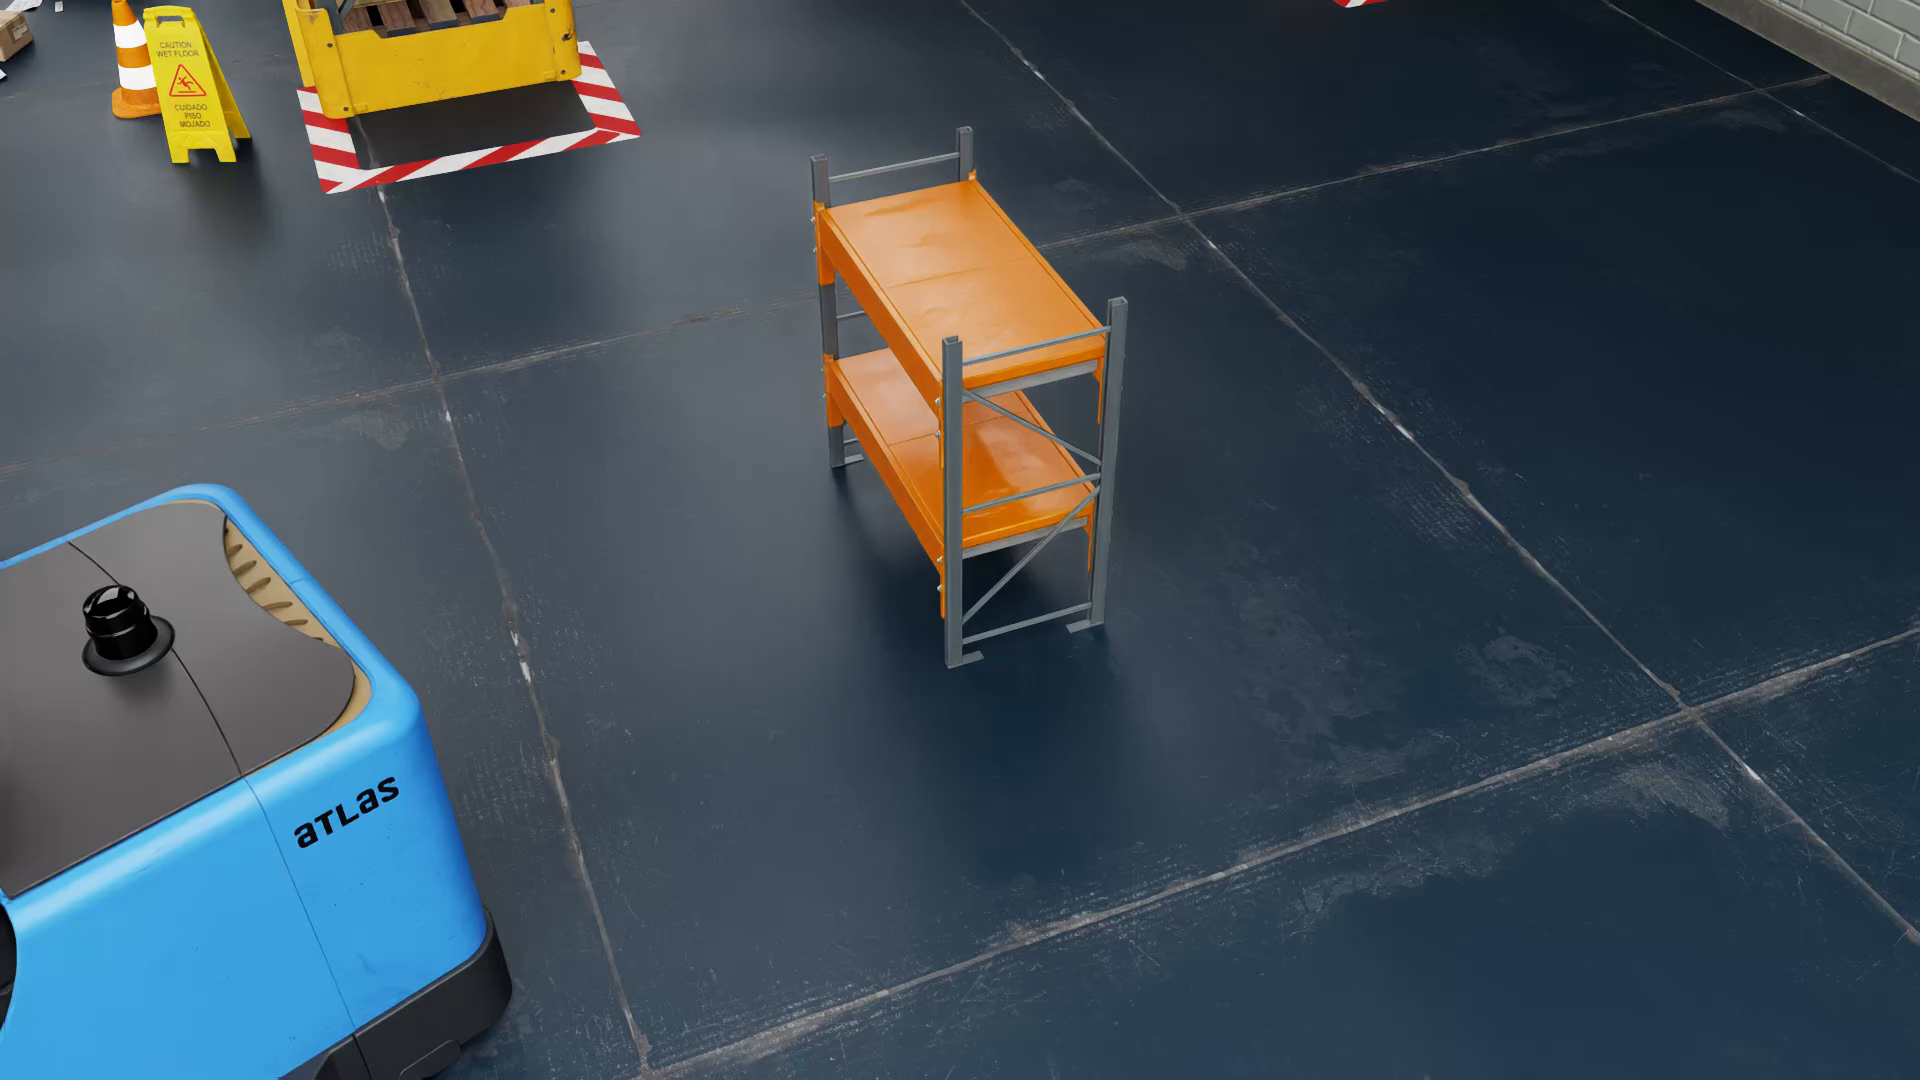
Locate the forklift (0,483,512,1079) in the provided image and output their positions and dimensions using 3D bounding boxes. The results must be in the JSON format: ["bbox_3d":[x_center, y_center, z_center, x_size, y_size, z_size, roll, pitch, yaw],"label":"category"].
[{"bbox_3d":[-2.485,0.423,2.511,3.031,2.935,1.130,-30,49,-30],"label":"forklift"}]

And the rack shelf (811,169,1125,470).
[{"bbox_3d":[-0.003,-0.652,4.697,0.538,0.278,1.000,-15,43,-17],"label":"rack shelf"}]

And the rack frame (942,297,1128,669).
[{"bbox_3d":[0.192,-0.124,4.532,0.500,1.125,0.032,-15,43,-17],"label":"rack frame"}]

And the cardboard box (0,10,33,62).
[{"bbox_3d":[-4.697,-2.416,7.946,0.380,0.149,0.250,5,41,6],"label":"cardboard box"}]

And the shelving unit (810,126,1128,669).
[{"bbox_3d":[-0.003,-0.431,4.888,0.538,1.125,1.048,-15,43,-17],"label":"shelving unit"}]

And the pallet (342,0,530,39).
[{"bbox_3d":[-2.637,-2.699,8.226,1.003,0.211,1.213,-15,43,-17],"label":"pallet"}]

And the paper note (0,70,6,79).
[{"bbox_3d":[-4.530,-2.159,7.737,0.148,0.019,0.142,-31,49,-31],"label":"paper note"}]

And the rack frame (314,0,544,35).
[{"bbox_3d":[-2.329,-3.212,6.685,1.000,3.000,0.127,-15,43,-17],"label":"rack frame"}]

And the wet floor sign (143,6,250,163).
[{"bbox_3d":[-3.245,-1.938,7.009,0.267,0.644,0.232,-2,41,-2],"label":"wet floor sign"}]

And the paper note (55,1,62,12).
[{"bbox_3d":[-4.532,-2.683,8.363,0.032,0.001,0.123,-15,43,-17],"label":"paper note"}]

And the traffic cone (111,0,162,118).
[{"bbox_3d":[-3.686,-2.187,7.439,0.336,0.463,0.334,-15,43,-17],"label":"traffic cone"}]

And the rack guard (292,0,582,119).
[{"bbox_3d":[-2.358,-2.310,7.553,1.175,0.500,0.348,-15,43,-17],"label":"rack guard"}]

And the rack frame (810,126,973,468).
[{"bbox_3d":[-0.197,-0.737,5.244,0.500,1.125,0.032,-15,43,-17],"label":"rack frame"}]

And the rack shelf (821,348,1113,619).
[{"bbox_3d":[-0.003,-0.245,5.047,0.538,0.278,1.000,-15,43,-17],"label":"rack shelf"}]

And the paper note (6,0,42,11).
[{"bbox_3d":[-4.717,-2.704,8.380,0.148,0.019,0.142,-2,41,-2],"label":"paper note"}]

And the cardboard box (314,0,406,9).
[{"bbox_3d":[-2.896,-2.763,7.949,0.500,0.250,0.500,-15,43,-17],"label":"cardboard box"}]
